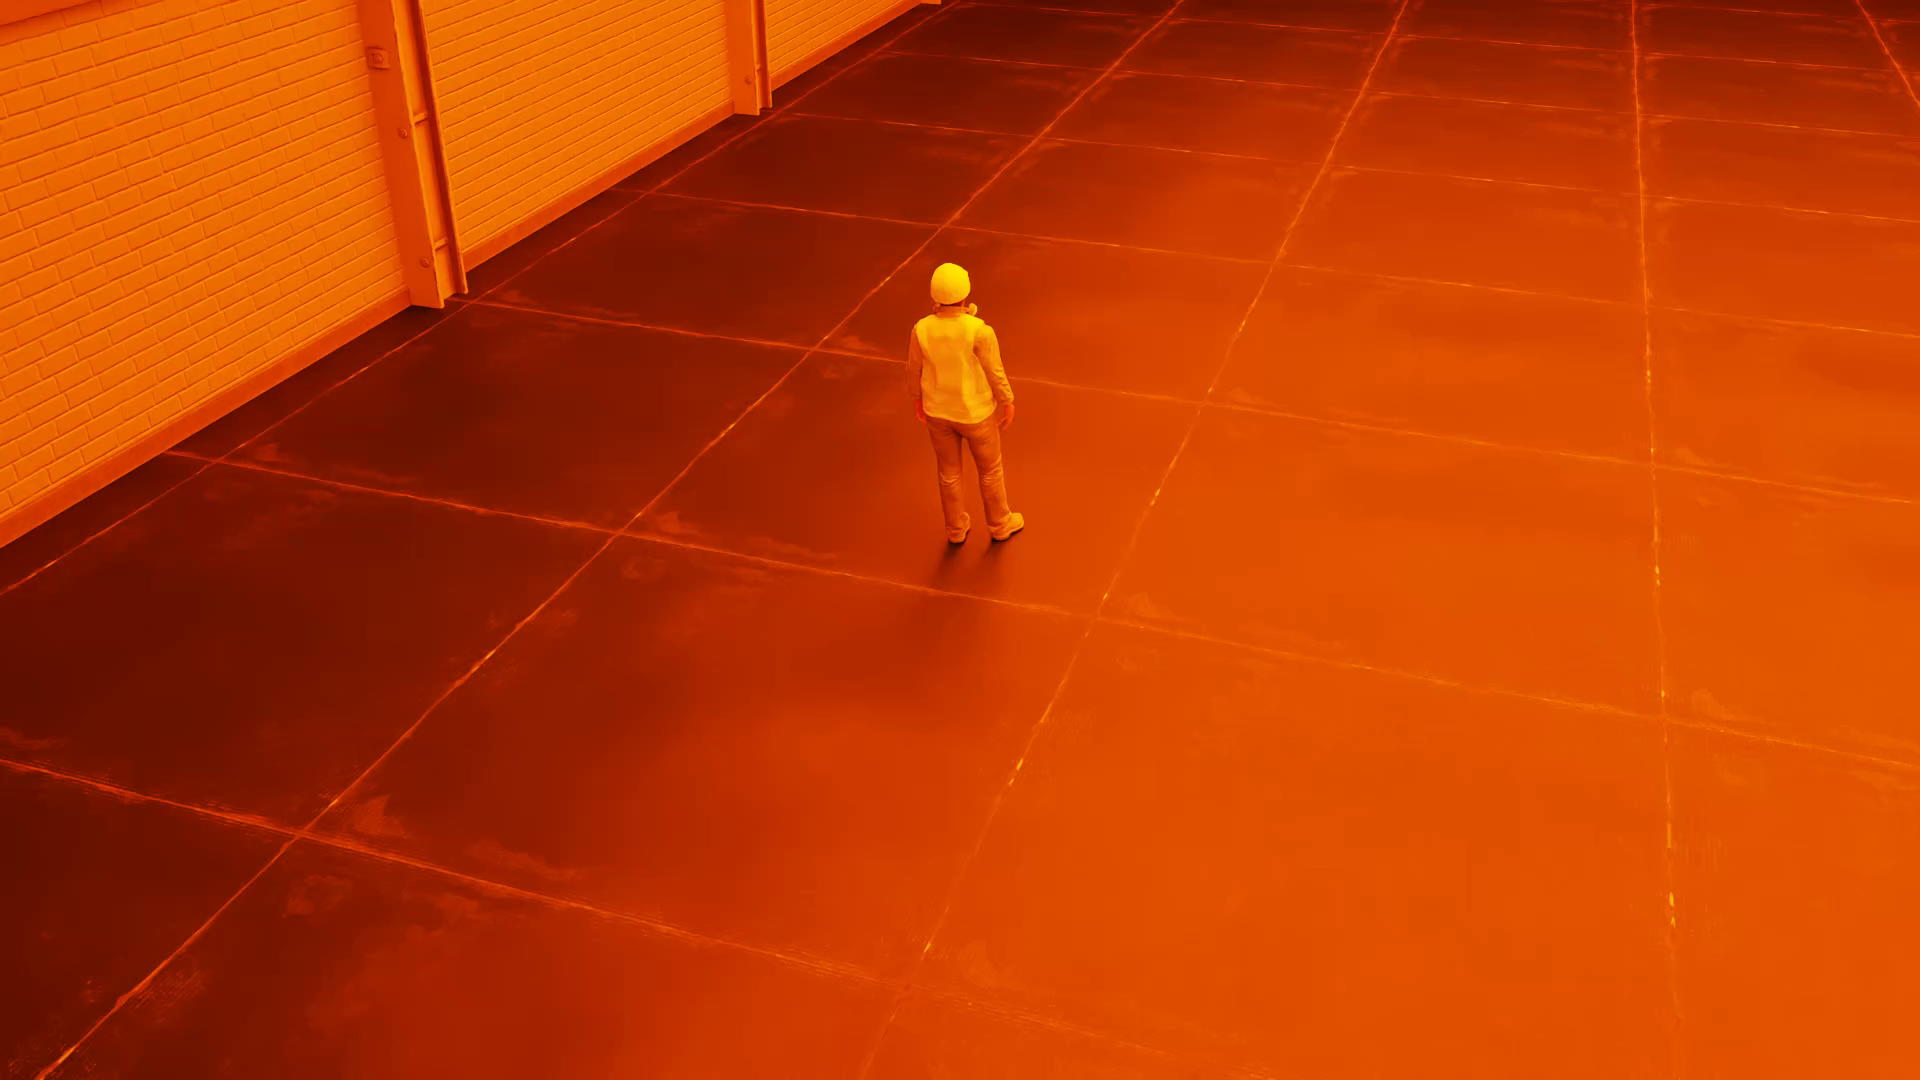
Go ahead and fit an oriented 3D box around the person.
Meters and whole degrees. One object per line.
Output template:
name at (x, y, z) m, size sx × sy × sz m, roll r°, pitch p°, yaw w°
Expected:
person at (0.028, -0.805, 9.701) m, size 0.632 × 1.773 × 0.568 m, roll 10°, pitch 31°, yaw 16°
